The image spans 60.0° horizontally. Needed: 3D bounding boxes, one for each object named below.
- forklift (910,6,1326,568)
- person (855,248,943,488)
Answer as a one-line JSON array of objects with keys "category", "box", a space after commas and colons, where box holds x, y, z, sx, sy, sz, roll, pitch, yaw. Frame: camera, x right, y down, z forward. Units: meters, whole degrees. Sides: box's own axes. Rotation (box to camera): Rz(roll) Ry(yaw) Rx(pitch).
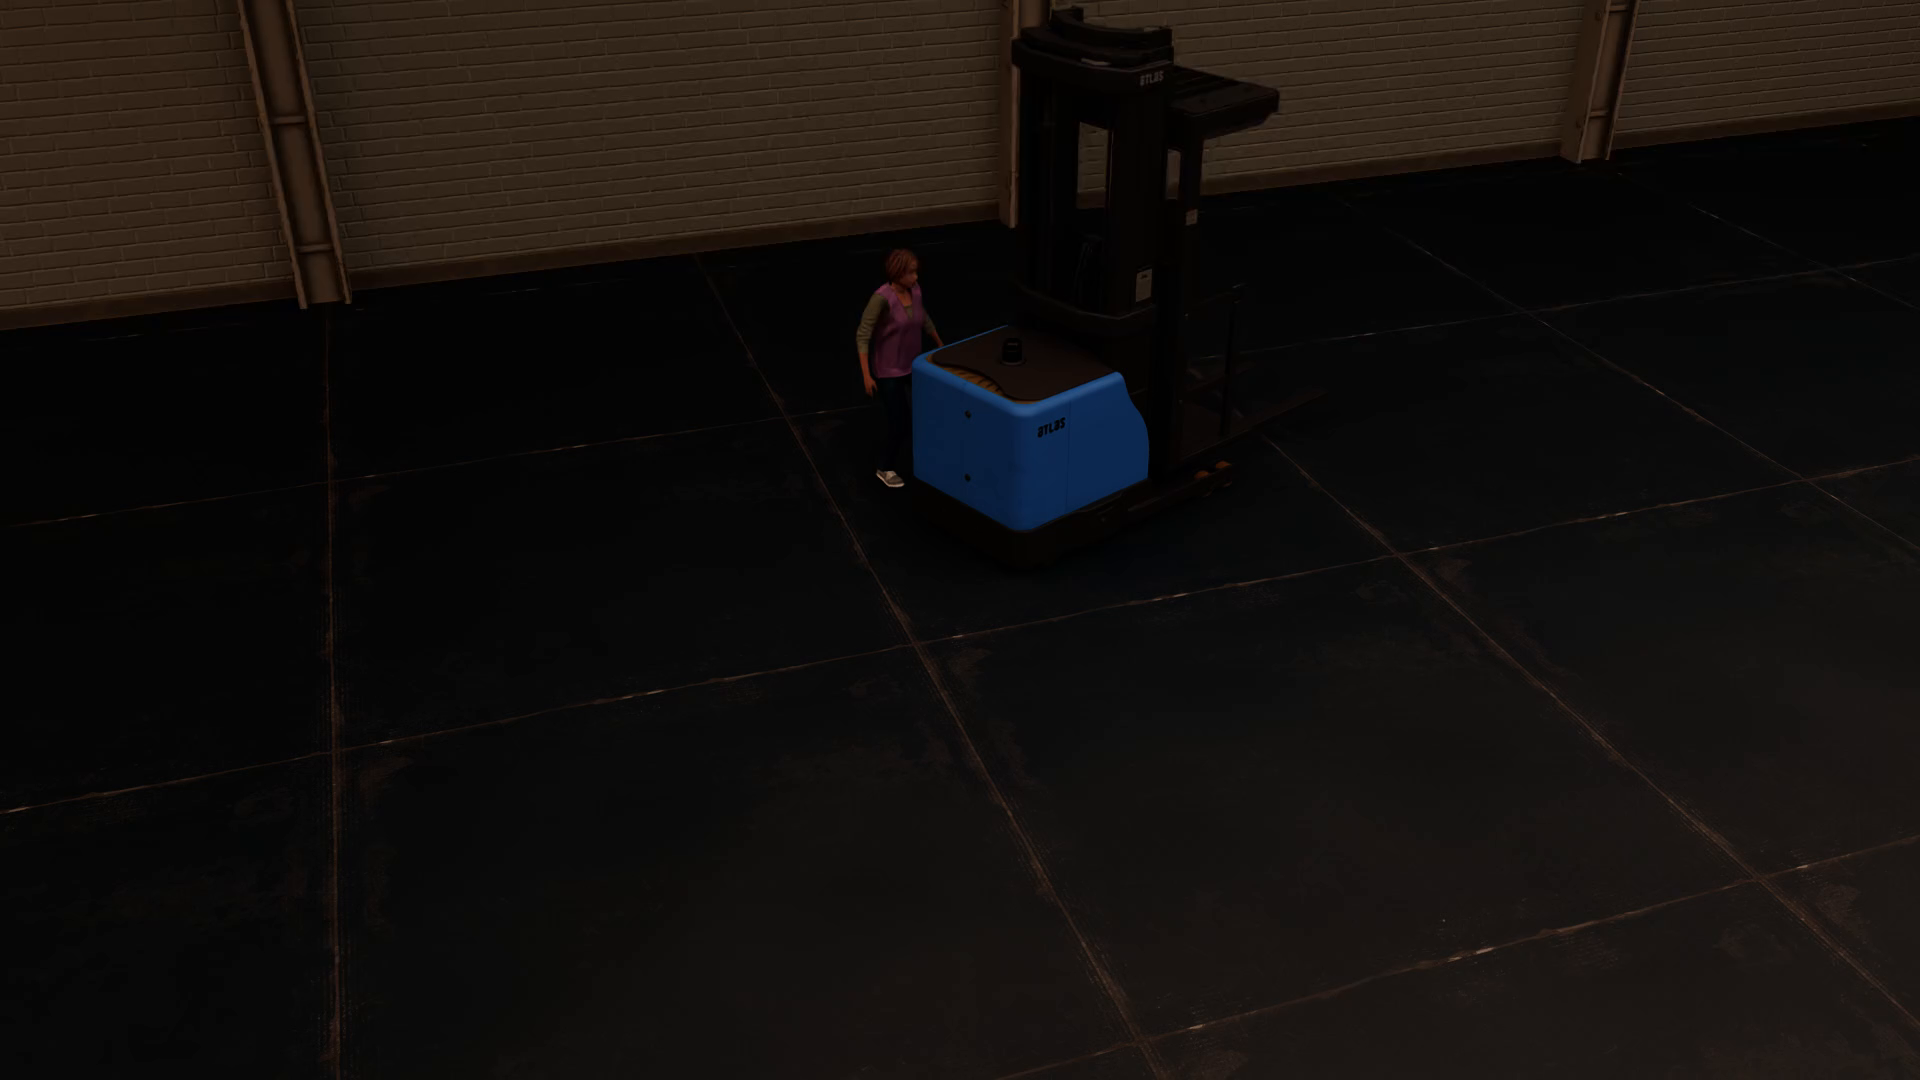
[{"category": "forklift", "box": [1.138, -1.716, 10.070, 3.031, 2.935, 1.130, -24, 37, -35]}, {"category": "person", "box": [-0.328, -1.051, 10.293, 0.412, 1.553, 0.694, 26, 39, 37]}]
